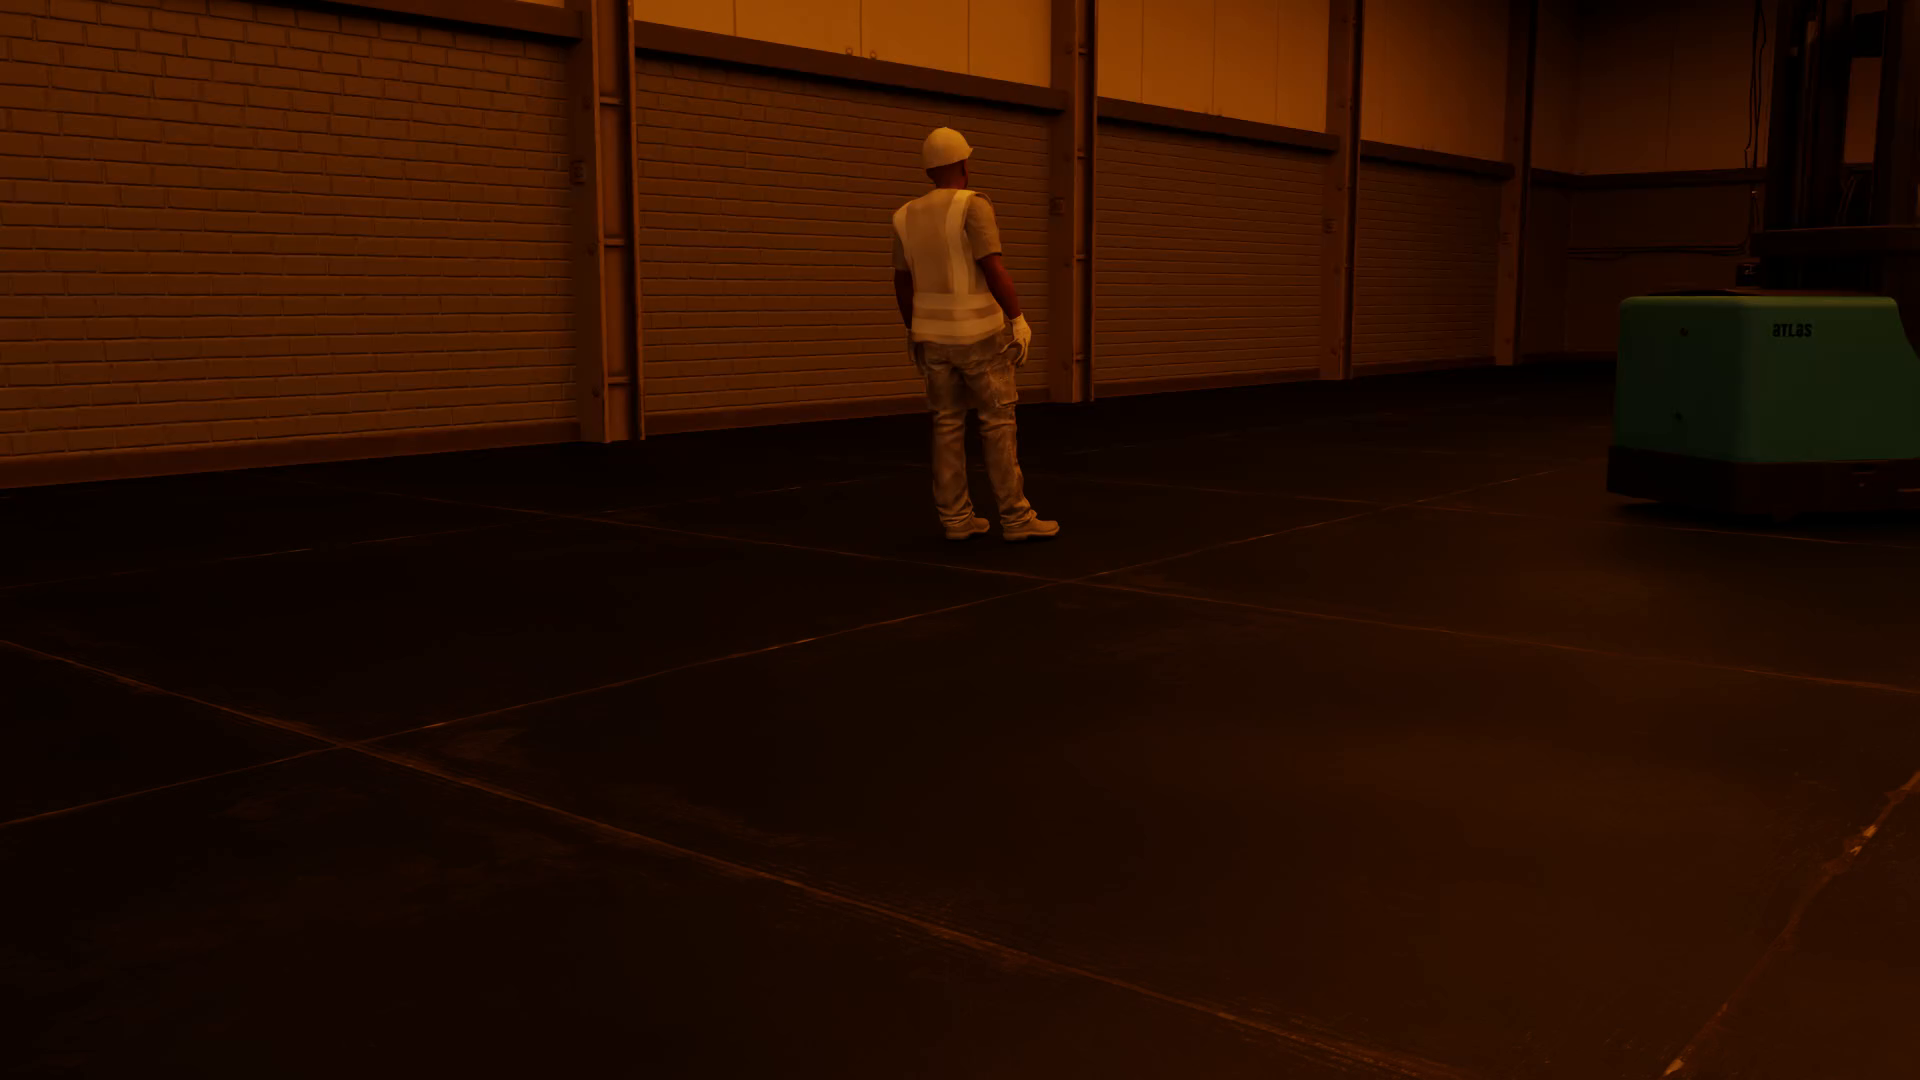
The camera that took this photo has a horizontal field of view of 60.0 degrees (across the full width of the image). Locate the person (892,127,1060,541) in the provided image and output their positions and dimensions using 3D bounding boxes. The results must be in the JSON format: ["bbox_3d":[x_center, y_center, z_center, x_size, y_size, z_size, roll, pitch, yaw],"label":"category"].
[{"bbox_3d":[0.052,-0.897,7.325,0.657,1.785,0.575,7,11,38],"label":"person"}]

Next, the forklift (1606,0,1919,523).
[{"bbox_3d":[4.931,-1.624,8.377,3.031,2.935,1.130,-2,9,-15],"label":"forklift"}]
